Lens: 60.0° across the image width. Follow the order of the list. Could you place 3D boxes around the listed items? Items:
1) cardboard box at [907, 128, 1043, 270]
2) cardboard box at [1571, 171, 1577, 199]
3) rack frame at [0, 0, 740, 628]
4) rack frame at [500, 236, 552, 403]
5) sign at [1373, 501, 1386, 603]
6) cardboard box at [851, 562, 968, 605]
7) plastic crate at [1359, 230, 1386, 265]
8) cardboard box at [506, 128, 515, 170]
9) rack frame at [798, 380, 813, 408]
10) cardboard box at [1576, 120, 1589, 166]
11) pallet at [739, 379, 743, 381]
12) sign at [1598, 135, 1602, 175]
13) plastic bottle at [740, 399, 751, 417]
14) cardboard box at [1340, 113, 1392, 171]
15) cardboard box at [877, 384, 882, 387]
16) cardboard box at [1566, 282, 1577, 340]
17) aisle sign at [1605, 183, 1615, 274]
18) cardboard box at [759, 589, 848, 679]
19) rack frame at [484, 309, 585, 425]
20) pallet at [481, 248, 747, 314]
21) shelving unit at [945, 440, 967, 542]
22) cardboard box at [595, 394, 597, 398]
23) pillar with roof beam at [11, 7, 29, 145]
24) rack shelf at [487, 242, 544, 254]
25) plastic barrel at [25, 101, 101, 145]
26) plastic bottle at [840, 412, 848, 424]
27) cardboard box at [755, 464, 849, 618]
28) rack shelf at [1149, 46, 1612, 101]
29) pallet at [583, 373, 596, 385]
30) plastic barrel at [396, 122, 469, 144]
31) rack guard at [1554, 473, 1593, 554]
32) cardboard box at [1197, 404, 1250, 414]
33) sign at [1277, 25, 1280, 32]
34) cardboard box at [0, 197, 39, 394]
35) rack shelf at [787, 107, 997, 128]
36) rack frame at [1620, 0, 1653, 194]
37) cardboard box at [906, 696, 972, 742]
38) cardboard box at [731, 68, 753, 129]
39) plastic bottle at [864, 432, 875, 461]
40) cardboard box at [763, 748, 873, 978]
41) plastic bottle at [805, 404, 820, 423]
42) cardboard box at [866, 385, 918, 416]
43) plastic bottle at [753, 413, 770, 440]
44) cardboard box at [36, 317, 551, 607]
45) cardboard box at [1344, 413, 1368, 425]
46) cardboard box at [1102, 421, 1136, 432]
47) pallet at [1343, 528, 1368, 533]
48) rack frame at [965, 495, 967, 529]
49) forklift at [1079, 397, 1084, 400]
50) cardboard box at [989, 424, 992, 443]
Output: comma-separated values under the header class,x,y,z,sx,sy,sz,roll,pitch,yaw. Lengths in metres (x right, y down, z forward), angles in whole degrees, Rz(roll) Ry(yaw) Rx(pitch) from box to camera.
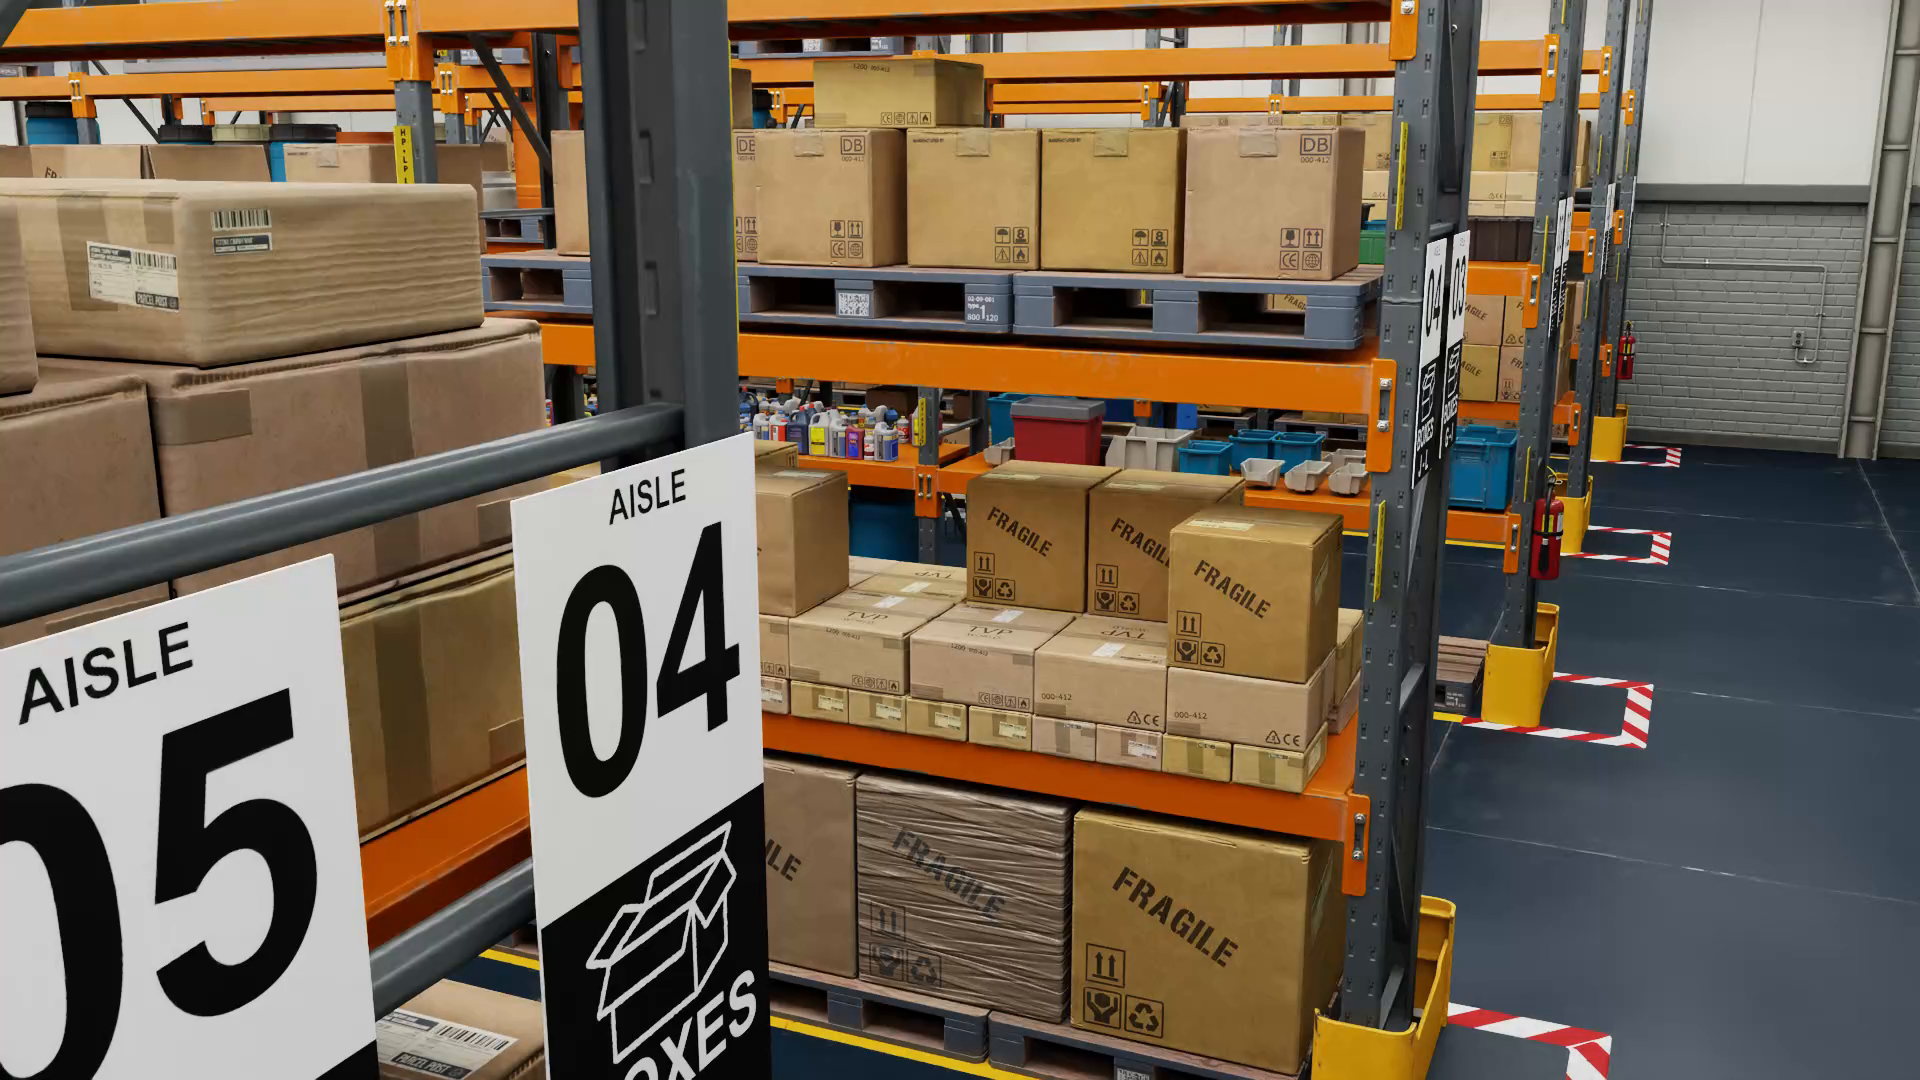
class,x,y,z,sx,sy,sz,roll,pitch,yaw
cardboard box,0.158,-1.310,6.342,0.500,0.500,0.700,5,14,19
cardboard box,5.265,-3.197,14.976,0.500,0.250,0.500,6,14,23
rack frame,-0.488,-1.290,1.047,0.127,3.000,1.000,6,14,23
rack frame,-3.695,-1.170,13.671,0.127,3.000,1.000,6,14,23
sign,1.381,0.037,5.471,0.005,0.325,0.100,6,14,23
cardboard box,-0.131,0.291,7.122,0.500,0.250,0.500,5,14,22
plastic crate,2.602,-1.819,10.333,0.336,0.188,0.450,6,14,23
cardboard box,-4.794,-4.466,18.919,0.507,0.500,0.507,6,15,25
rack frame,-1.684,-2.205,18.082,0.053,2.616,0.949,6,14,23
cardboard box,6.852,-4.516,18.910,0.500,0.500,0.500,6,14,23
pallet,-3.968,-2.307,24.619,1.213,0.211,1.003,6,14,23
sign,5.386,-3.242,13.994,0.005,0.325,0.100,6,14,23
plastic bottle,-1.697,-0.971,13.105,0.098,0.271,0.098,0,13,0
cardboard box,3.810,-3.658,15.299,0.500,0.500,0.700,6,14,23
cardboard box,-0.785,-2.364,23.269,0.500,0.500,0.700,6,14,23
cardboard box,5.330,-2.096,15.208,0.500,0.500,0.500,6,15,25
aisle sign,5.810,-2.785,14.862,0.004,0.787,0.394,6,14,23
cardboard box,-0.792,0.355,6.850,0.500,0.250,0.500,6,15,25
rack frame,-2.044,0.234,7.685,0.127,3.000,1.000,6,14,23
pallet,-1.300,-1.105,7.021,1.213,0.211,1.003,6,14,23
shelving unit,0.007,-0.437,15.144,0.210,0.900,0.258,6,14,23
cardboard box,-4.136,-1.528,19.068,0.500,0.311,0.500,5,14,21
pillar with roof beam,-18.722,-7.228,26.353,0.548,9.000,9.100,6,14,23
rack shelf,-1.866,-2.095,12.622,4.000,0.370,1.077,6,14,23
plastic barrel,-8.219,-3.564,15.288,0.708,0.901,0.600,6,14,23
plastic bottle,-0.914,-0.894,12.929,0.097,0.201,0.097,0,13,0
cardboard box,-0.785,-0.010,6.764,0.500,0.500,0.500,5,14,21
rack shelf,3.801,-4.218,15.110,4.000,0.370,1.077,6,14,23
pallet,-5.087,-2.419,25.099,1.213,0.211,1.003,6,14,23
plastic barrel,-4.358,-2.996,13.788,0.600,0.901,0.600,0,13,0
rack guard,5.560,-0.254,15.240,0.348,0.500,1.175,6,14,23
cardboard box,3.328,-2.060,21.251,0.750,0.750,0.750,6,14,24
sign,3.766,-6.169,19.624,0.005,0.325,0.100,6,14,23
cardboard box,-0.911,-0.163,1.174,0.250,0.149,0.380,6,14,23
rack shelf,-1.511,-5.800,22.721,4.000,0.370,1.077,6,14,23
rack frame,7.632,-5.420,18.650,0.127,3.000,1.000,6,14,23
cardboard box,-0.017,0.645,6.487,0.250,0.149,0.380,6,14,23
cardboard box,-1.187,-1.805,6.809,0.500,0.250,0.500,5,14,20
plastic bottle,-0.646,-0.677,12.006,0.097,0.201,0.097,0,13,0
cardboard box,-0.650,1.225,7.194,0.875,0.875,0.875,6,14,23
plastic bottle,-1.121,-0.840,12.372,0.185,0.351,0.144,6,14,23
cardboard box,-0.682,-1.525,18.050,0.500,0.250,0.500,6,15,25
plastic bottle,-1.447,-0.802,12.372,0.135,0.276,0.152,6,14,23
cardboard box,-0.793,-0.095,1.758,0.500,0.250,0.500,6,14,24
cardboard box,5.075,-1.719,20.563,0.500,0.500,0.700,6,14,23
cardboard box,1.628,-0.927,17.145,0.500,0.500,0.500,5,14,21
pallet,3.719,-0.300,16.069,1.213,0.211,1.003,6,14,23
rack frame,0.100,-0.428,15.104,0.006,0.900,0.240,6,14,23
forklift,0.911,-2.807,20.798,4.769,2.935,3.258,6,15,25
cardboard box,0.498,-0.911,17.077,0.500,0.500,0.500,6,14,24
